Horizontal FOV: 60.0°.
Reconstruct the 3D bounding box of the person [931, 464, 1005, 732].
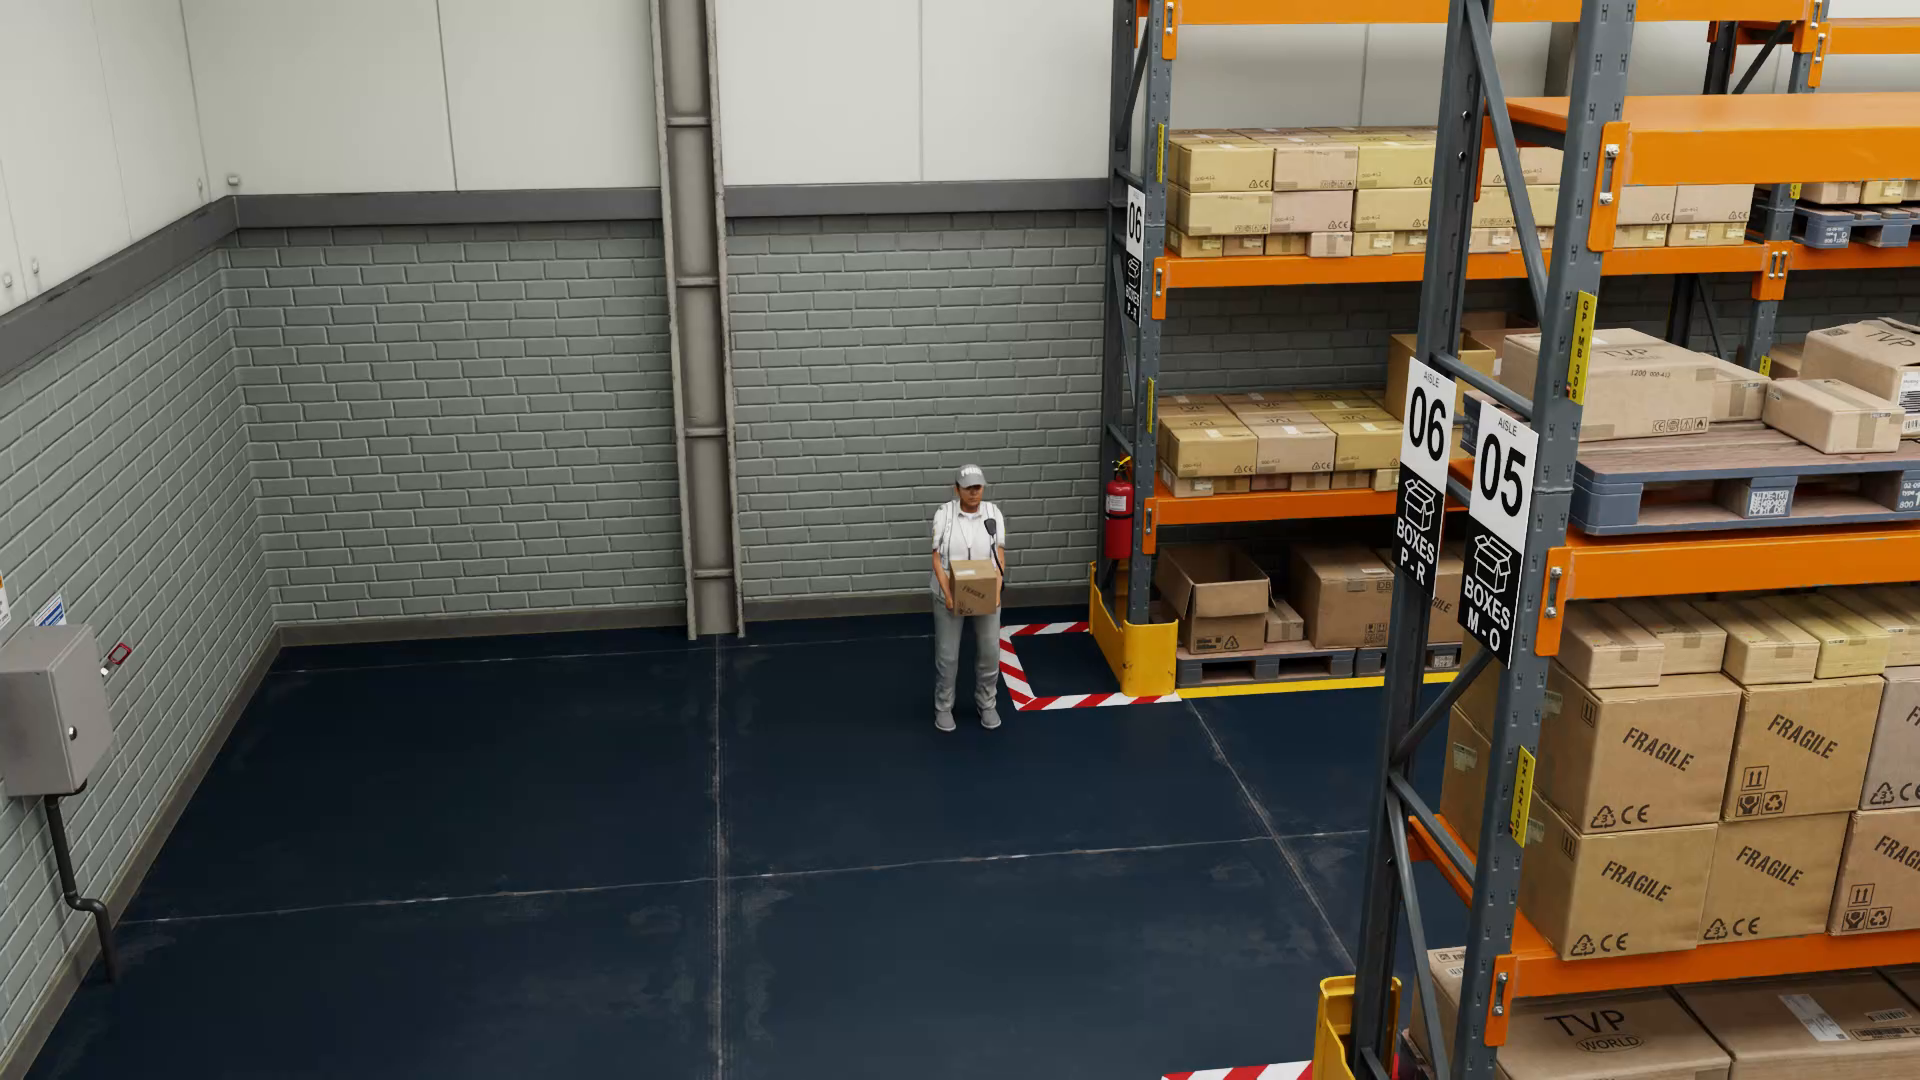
[{"bbox_3d":[0.059,0.370,10.077,0.453,1.653,0.541,-3,20,-7],"label":"person"}]
